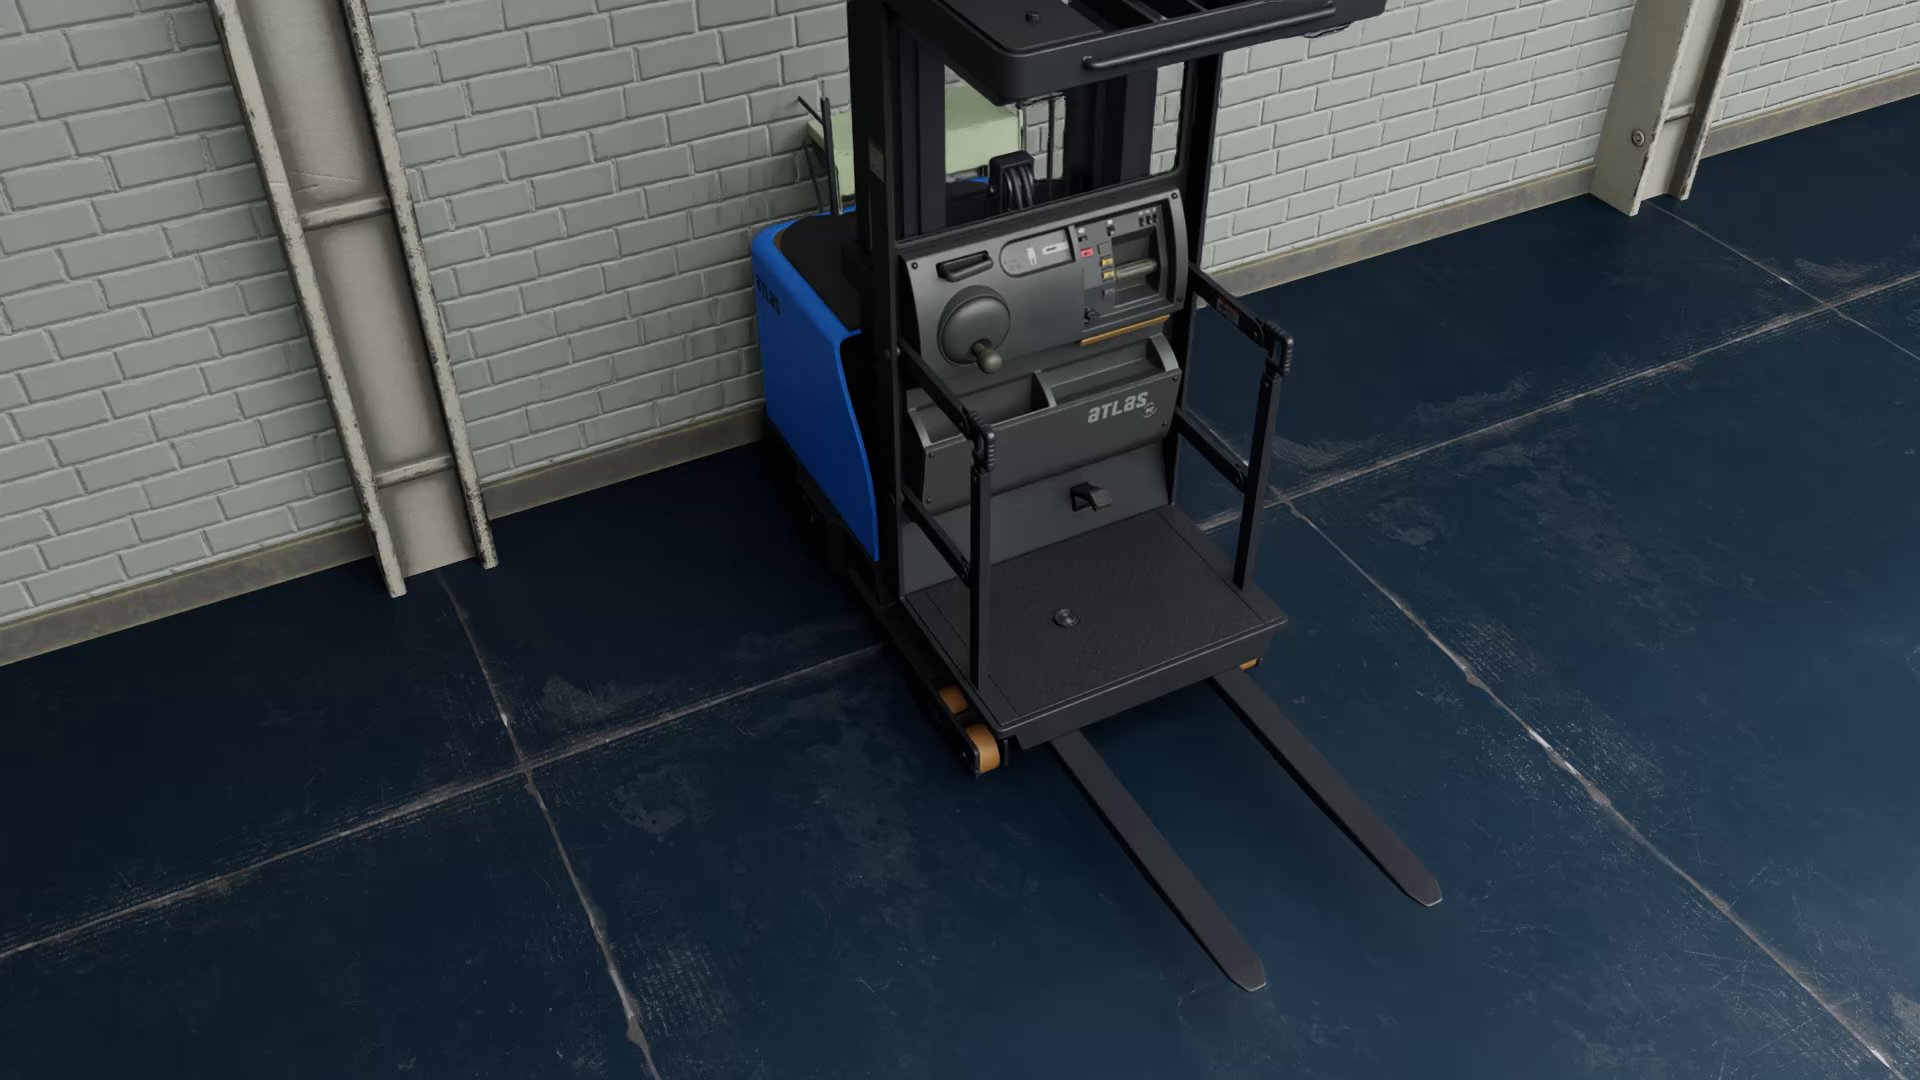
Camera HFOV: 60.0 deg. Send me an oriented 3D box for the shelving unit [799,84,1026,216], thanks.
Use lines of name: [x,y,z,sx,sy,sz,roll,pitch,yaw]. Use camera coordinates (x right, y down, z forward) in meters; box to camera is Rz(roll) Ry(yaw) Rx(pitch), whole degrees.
shelving unit: [-0.166,-1.101,6.357,0.755,1.500,0.431,-16,39,-17]

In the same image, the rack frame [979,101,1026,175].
rack frame: [0.170,-1.200,6.465,0.023,1.500,0.400,-16,39,-17]

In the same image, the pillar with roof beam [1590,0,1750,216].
pillar with roof beam: [5.361,-2.696,2.469,0.400,9.000,9.100,-19,44,-21]

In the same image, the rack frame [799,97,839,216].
rack frame: [-0.502,-1.003,6.250,0.023,1.500,0.400,-16,39,-17]

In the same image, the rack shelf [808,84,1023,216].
rack shelf: [-0.182,-1.412,6.122,0.720,0.370,0.431,-16,39,-17]

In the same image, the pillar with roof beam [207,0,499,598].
pillar with roof beam: [0.040,-0.905,0.354,0.400,9.000,9.100,-19,44,-21]

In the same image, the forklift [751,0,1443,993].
forklift: [0.373,-0.699,4.807,1.130,2.935,3.031,-19,44,-21]
